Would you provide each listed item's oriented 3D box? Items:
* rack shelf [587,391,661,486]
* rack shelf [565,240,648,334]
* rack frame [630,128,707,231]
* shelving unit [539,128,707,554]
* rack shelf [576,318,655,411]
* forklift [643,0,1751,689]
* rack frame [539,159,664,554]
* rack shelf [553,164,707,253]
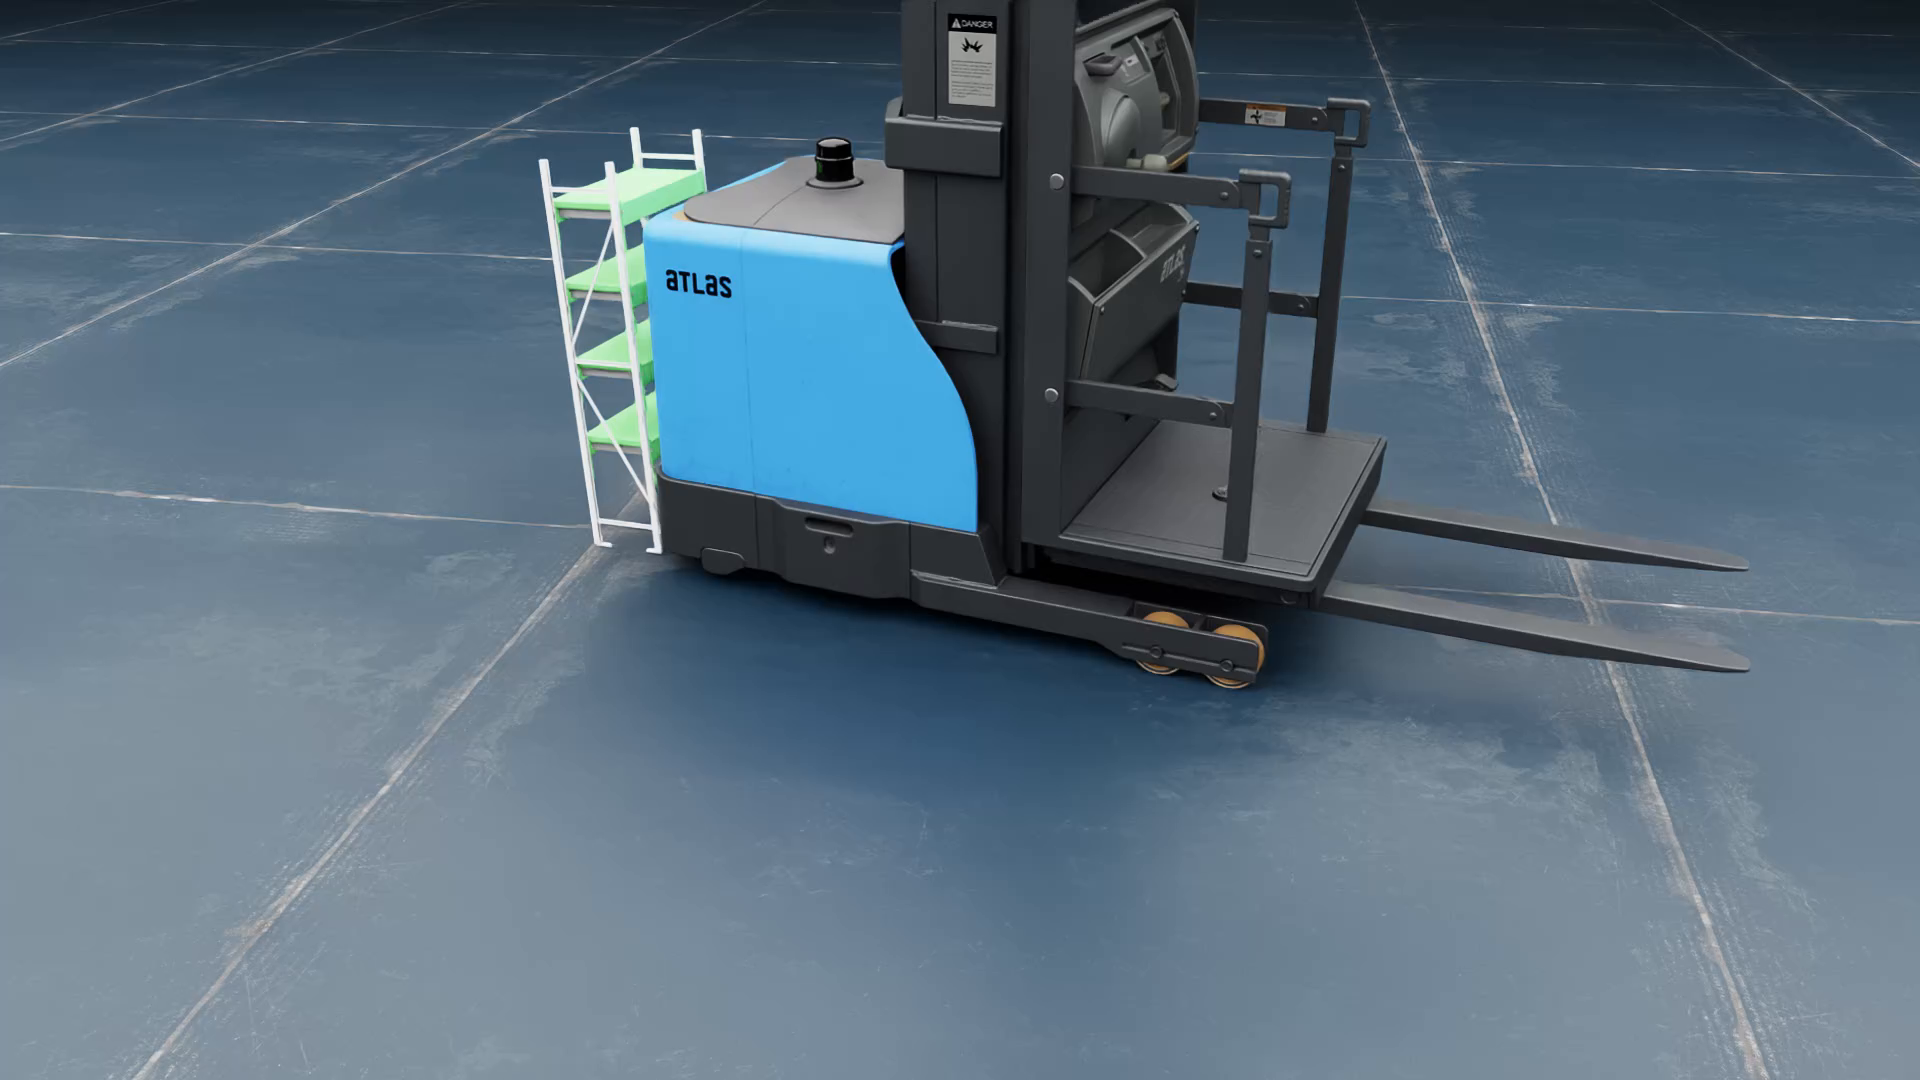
[{"bbox_3d":[-0.955,-0.340,5.263,0.258,0.148,0.480,7,26,20],"label":"rack shelf"},{"bbox_3d":[-0.975,-0.778,5.067,0.258,0.148,0.480,7,26,20],"label":"rack shelf"},{"bbox_3d":[-0.879,-0.714,5.345,0.240,1.200,0.015,7,26,20],"label":"rack frame"},{"bbox_3d":[-0.968,-0.617,5.139,0.258,1.200,0.503,7,26,20],"label":"shelving unit"},{"bbox_3d":[-0.965,-0.559,5.165,0.258,0.148,0.480,7,26,20],"label":"rack shelf"},{"bbox_3d":[0.660,-1.189,4.333,3.031,2.935,1.130,10,27,21],"label":"forklift"},{"bbox_3d":[-1.057,-0.521,4.933,0.240,1.200,0.015,7,26,20],"label":"rack frame"},{"bbox_3d":[-0.986,-0.997,4.970,0.258,0.148,0.480,7,26,20],"label":"rack shelf"}]
